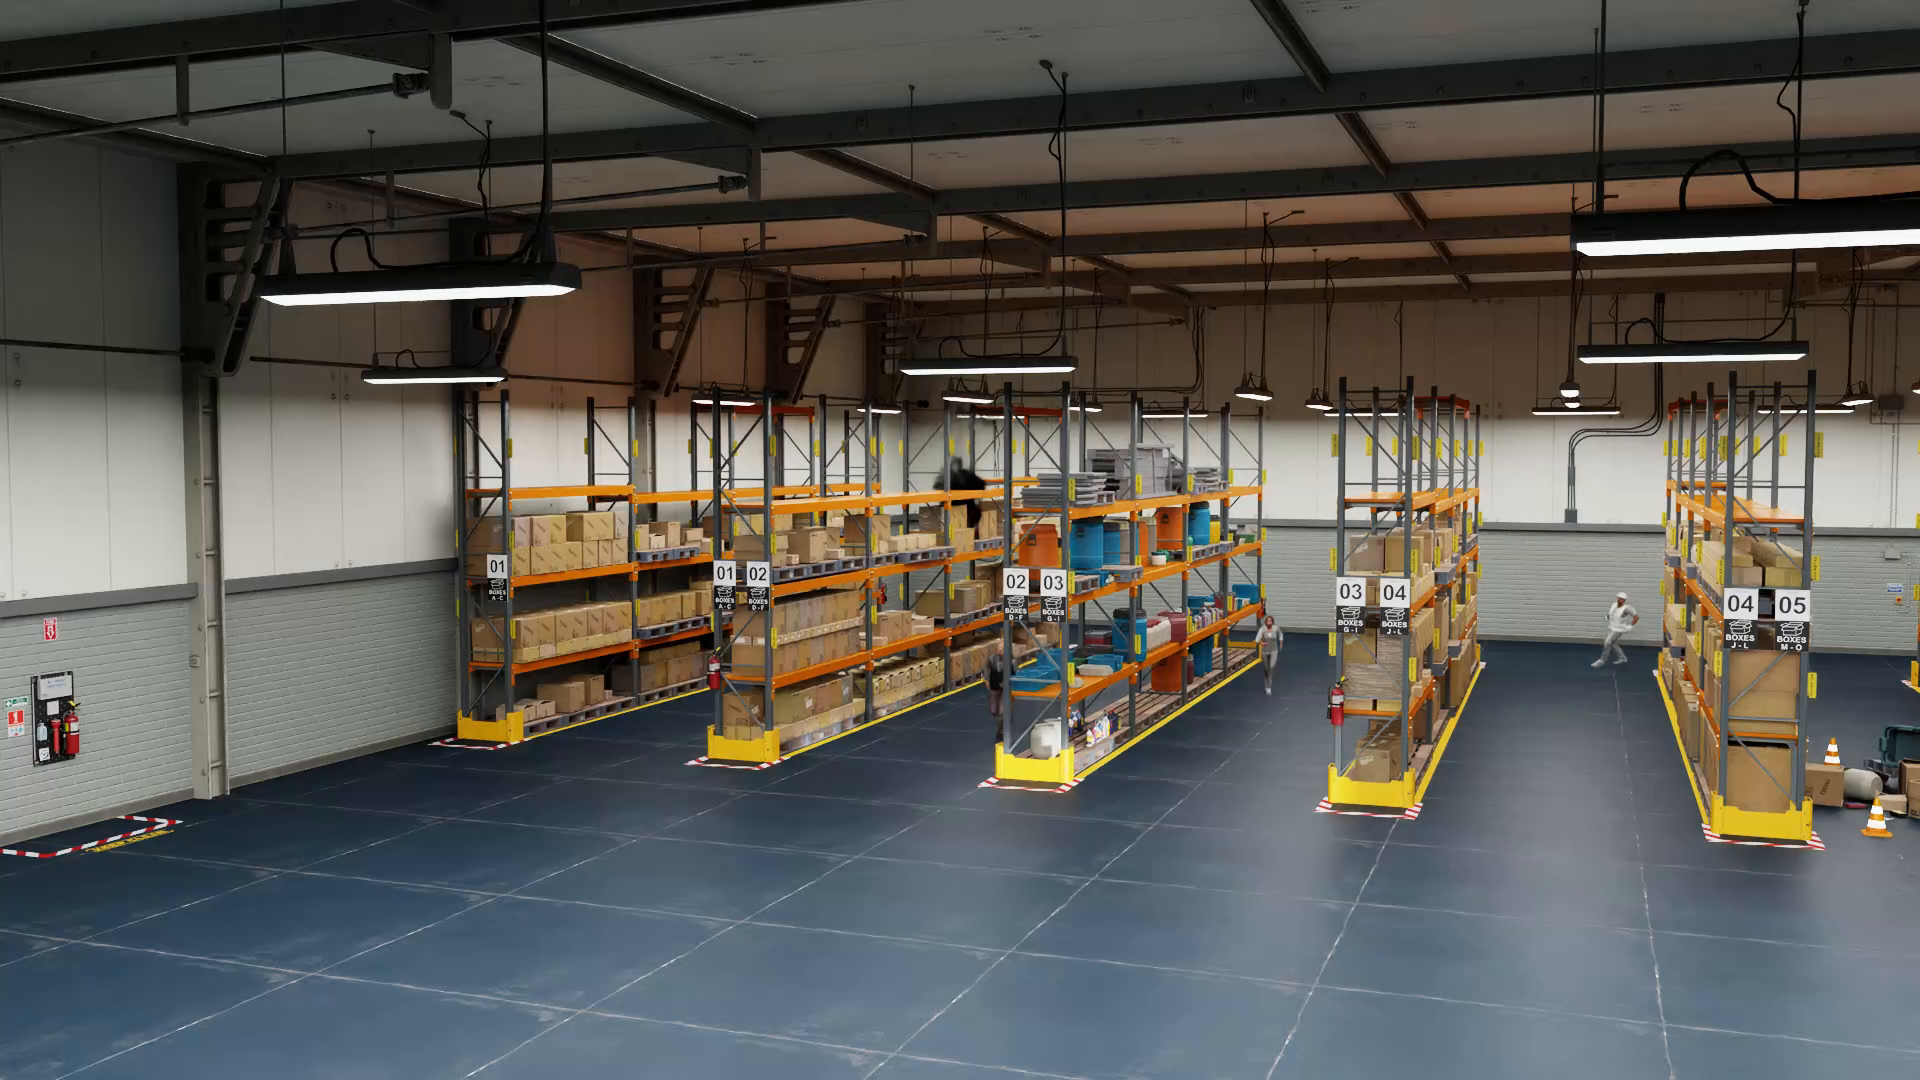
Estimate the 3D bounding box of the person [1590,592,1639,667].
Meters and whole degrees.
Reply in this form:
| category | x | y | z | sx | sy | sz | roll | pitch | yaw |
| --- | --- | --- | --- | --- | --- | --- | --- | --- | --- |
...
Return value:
| category | x | y | z | sx | sy | sz | roll | pitch | yaw |
| --- | --- | --- | --- | --- | --- | --- | --- | --- | --- |
| person | 14.878 | 2.049 | 37.811 | 0.848 | 1.742 | 0.670 | 0 | 3 | -5 |

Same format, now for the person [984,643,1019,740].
| category | x | y | z | sx | sy | sz | roll | pitch | yaw |
| --- | --- | --- | --- | --- | --- | --- | --- | --- | --- |
| person | 0.714 | 2.601 | 28.759 | 0.693 | 1.678 | 0.683 | 1 | 3 | 19 |

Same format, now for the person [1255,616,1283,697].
| category | x | y | z | sx | sy | sz | roll | pitch | yaw |
| --- | --- | --- | --- | --- | --- | --- | --- | --- | --- |
| person | 6.312 | 2.340 | 33.981 | 0.562 | 1.606 | 0.896 | 0 | 3 | 7 |
